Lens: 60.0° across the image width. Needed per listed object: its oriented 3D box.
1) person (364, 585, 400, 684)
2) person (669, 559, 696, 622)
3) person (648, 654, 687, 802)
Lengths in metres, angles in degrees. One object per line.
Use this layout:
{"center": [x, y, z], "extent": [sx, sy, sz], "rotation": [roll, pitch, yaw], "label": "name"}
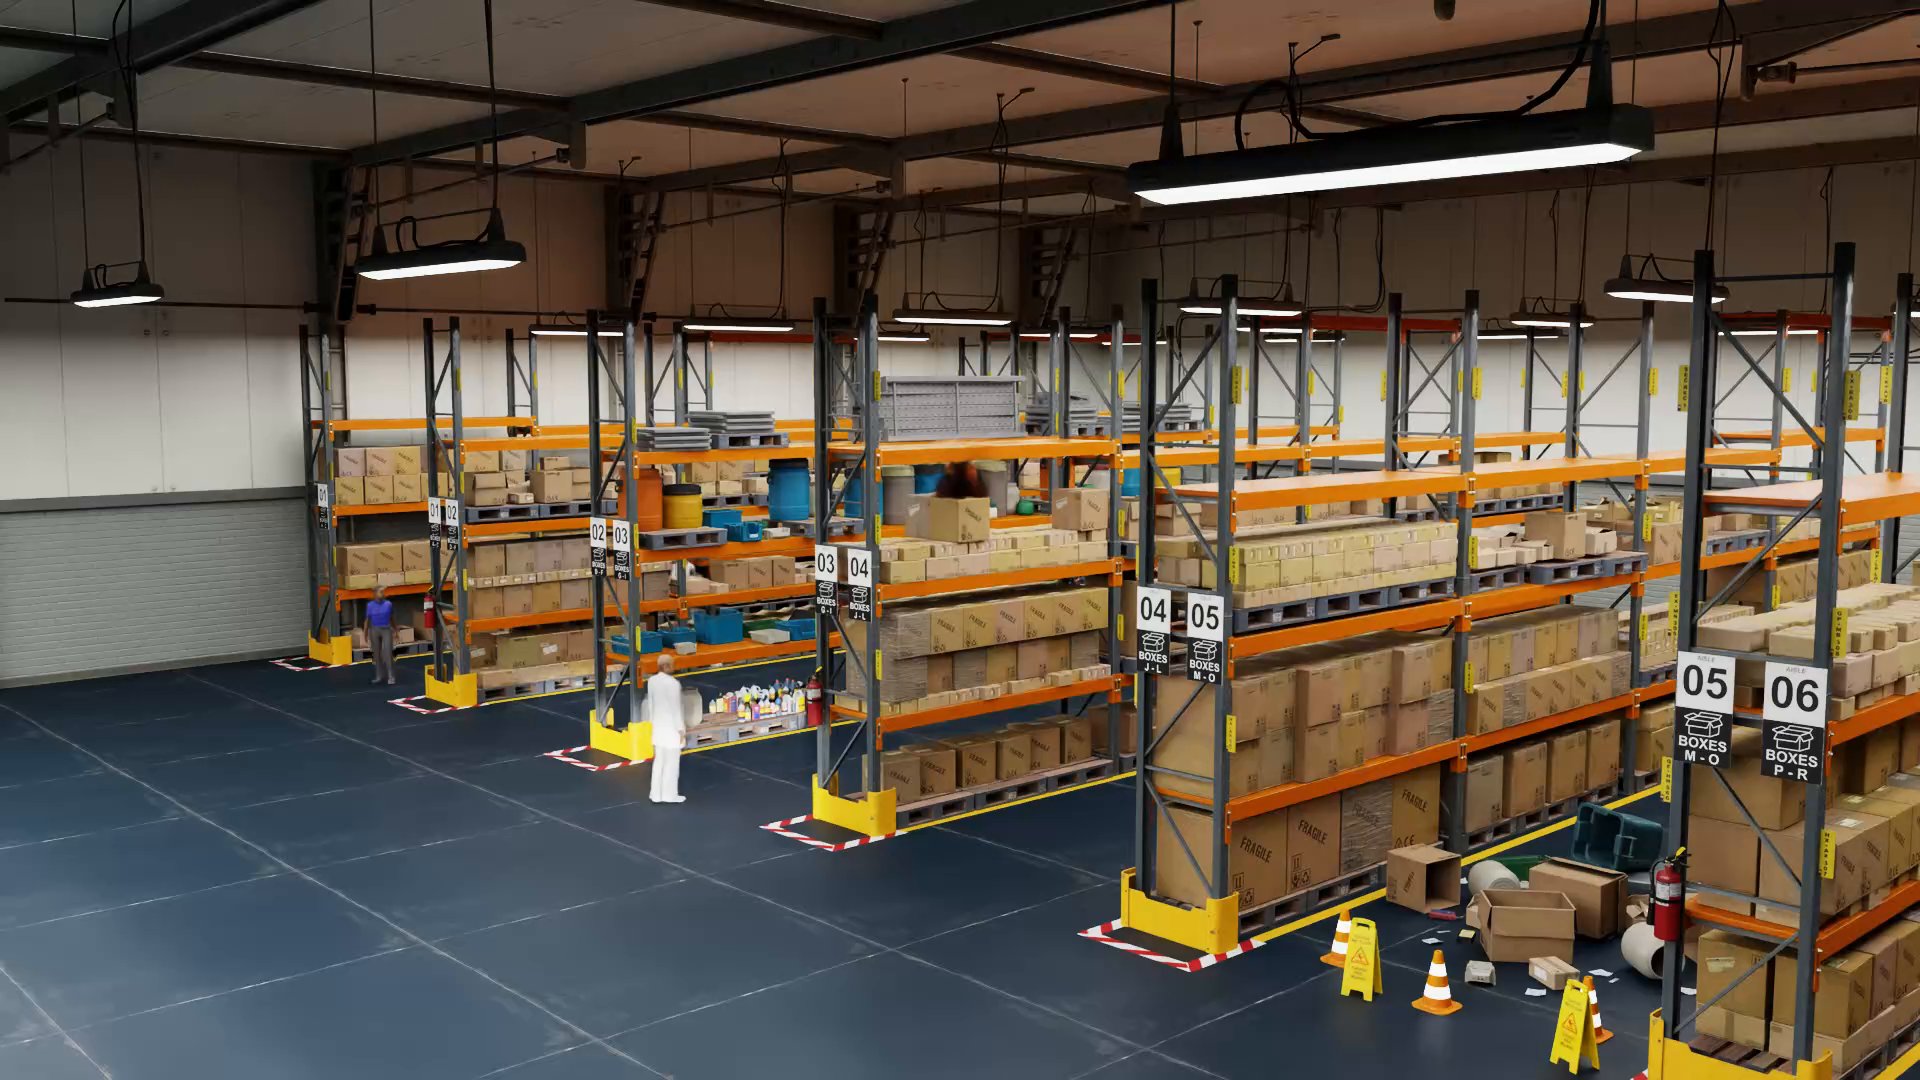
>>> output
{"center": [-9.604, 1.571, 27.618], "extent": [0.540, 1.654, 0.461], "rotation": [-1, 6, -10], "label": "person"}
{"center": [-5.484, 1.013, 32.614], "extent": [0.481, 1.736, 1.006], "rotation": [5, 8, 40], "label": "person"}
{"center": [-3.530, 2.271, 20.000], "extent": [0.656, 1.814, 0.432], "rotation": [5, 7, 39], "label": "person"}
